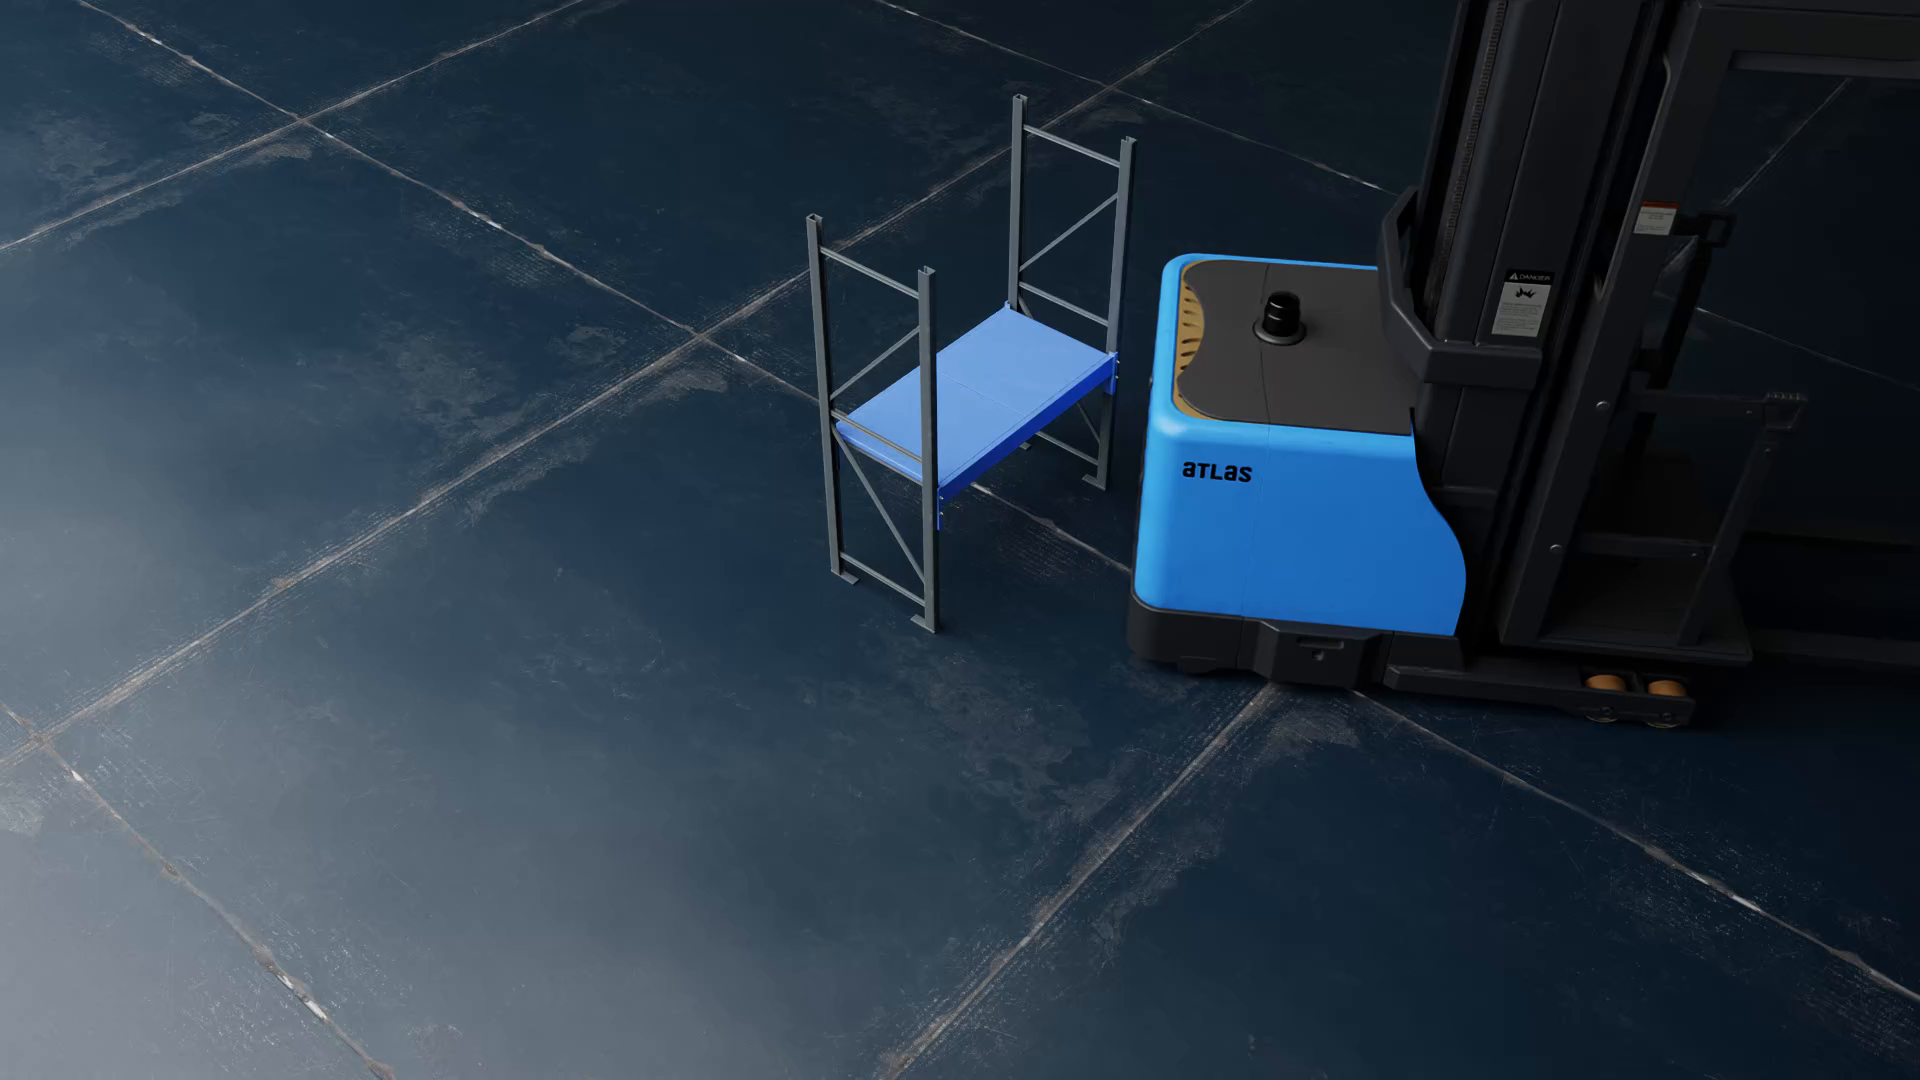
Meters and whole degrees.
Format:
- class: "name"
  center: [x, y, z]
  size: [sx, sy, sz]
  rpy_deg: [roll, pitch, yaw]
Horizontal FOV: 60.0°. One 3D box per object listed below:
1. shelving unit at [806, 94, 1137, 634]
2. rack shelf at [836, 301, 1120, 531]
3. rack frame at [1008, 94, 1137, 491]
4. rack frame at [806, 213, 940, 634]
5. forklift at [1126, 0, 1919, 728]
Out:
- class: "shelving unit"
  center: [0.055, -0.599, 5.794]
  size: [0.538, 1.500, 1.048]
  rpy_deg: [29, 50, 28]
- class: "rack shelf"
  center: [0.055, -0.466, 5.915]
  size: [0.538, 0.185, 1.000]
  rpy_deg: [29, 50, 28]
- class: "rack frame"
  center: [0.382, -0.861, 6.082]
  size: [0.500, 1.500, 0.032]
  rpy_deg: [29, 50, 28]
- class: "rack frame"
  center: [-0.272, -0.337, 5.506]
  size: [0.500, 1.500, 0.032]
  rpy_deg: [29, 50, 28]
- class: "forklift"
  center: [2.133, -0.839, 4.994]
  size: [3.031, 2.935, 1.130]
  rpy_deg: [5, 43, 6]
